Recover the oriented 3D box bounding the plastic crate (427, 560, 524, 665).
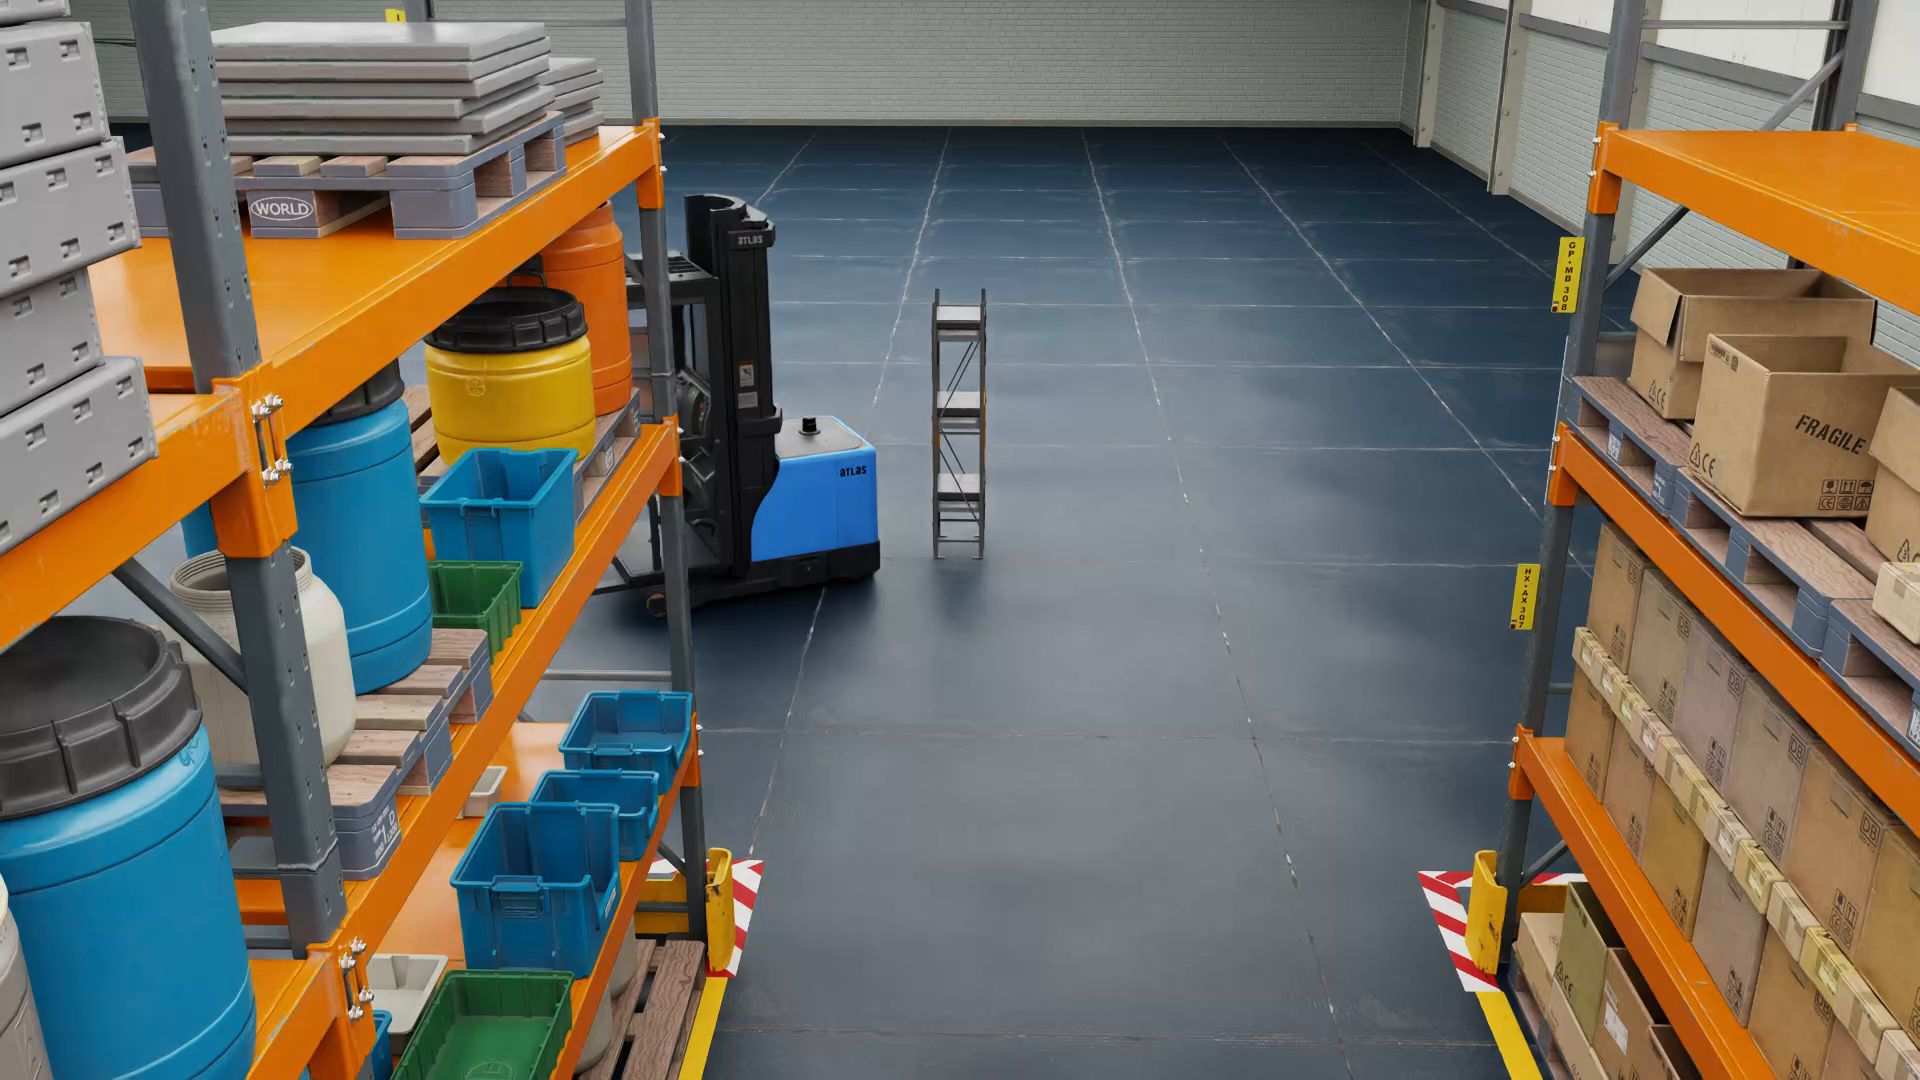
[{"bbox_3d":[-1.585,0.236,5.214,0.336,0.188,0.450,1,21,2],"label":"plastic crate"}]

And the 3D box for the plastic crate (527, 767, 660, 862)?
[{"bbox_3d":[-1.525,1.145,6.930,0.499,0.251,0.408,1,21,2],"label":"plastic crate"}]

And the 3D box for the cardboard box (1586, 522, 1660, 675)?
[{"bbox_3d":[3.139,0.249,7.103,0.700,0.500,0.500,1,21,2],"label":"cardboard box"}]

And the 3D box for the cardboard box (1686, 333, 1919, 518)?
[{"bbox_3d":[2.844,-0.396,5.638,0.500,0.500,0.500,1,21,2],"label":"cardboard box"}]

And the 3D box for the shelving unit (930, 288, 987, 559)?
[{"bbox_3d":[-0.005,-0.919,13.288,0.431,2.100,0.503,1,21,2],"label":"shelving unit"}]

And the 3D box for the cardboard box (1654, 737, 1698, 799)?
[{"bbox_3d":[2.911,0.876,6.382,0.380,0.149,0.250,0,21,0],"label":"cardboard box"}]

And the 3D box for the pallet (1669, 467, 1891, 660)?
[{"bbox_3d":[3.086,0.053,5.515,1.003,0.211,1.213,1,21,2],"label":"pallet"}]

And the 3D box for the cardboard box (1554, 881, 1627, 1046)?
[{"bbox_3d":[2.916,1.821,7.166,0.500,0.500,0.500,1,21,2],"label":"cardboard box"}]

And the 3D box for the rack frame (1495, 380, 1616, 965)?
[{"bbox_3d":[3.167,0.712,7.839,1.000,3.000,0.127,1,21,2],"label":"rack frame"}]

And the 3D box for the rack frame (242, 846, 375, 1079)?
[{"bbox_3d":[-1.905,2.103,4.256,1.000,3.000,0.127,1,21,2],"label":"rack frame"}]

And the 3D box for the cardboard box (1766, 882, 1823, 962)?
[{"bbox_3d":[2.880,1.250,5.419,0.380,0.149,0.250,1,21,3],"label":"cardboard box"}]

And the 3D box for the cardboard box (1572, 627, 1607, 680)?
[{"bbox_3d":[2.940,0.503,7.344,0.380,0.149,0.250,0,21,1],"label":"cardboard box"}]

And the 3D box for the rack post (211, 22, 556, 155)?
[{"bbox_3d":[-1.811,-1.404,5.105,0.937,0.300,0.954,0,21,1],"label":"rack post"}]

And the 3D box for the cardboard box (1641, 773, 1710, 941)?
[{"bbox_3d":[3.108,1.204,6.435,0.700,0.500,0.500,1,21,2],"label":"cardboard box"}]

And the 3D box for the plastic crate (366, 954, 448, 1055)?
[{"bbox_3d":[-2.109,1.636,5.824,0.530,0.136,0.437,1,21,2],"label":"plastic crate"}]

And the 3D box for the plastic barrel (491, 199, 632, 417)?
[{"bbox_3d":[-1.671,-0.961,6.831,0.600,0.830,0.708,1,21,2],"label":"plastic barrel"}]

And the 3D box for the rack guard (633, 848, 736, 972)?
[{"bbox_3d":[-1.739,1.850,8.363,1.175,0.500,0.348,1,21,2],"label":"rack guard"}]

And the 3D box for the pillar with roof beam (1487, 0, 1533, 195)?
[{"bbox_3d":[5.389,-10.494,28.427,9.100,9.000,0.400,1,21,2],"label":"pillar with roof beam"}]

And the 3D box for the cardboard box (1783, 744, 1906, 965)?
[{"bbox_3d":[3.083,0.983,5.210,0.700,0.500,0.500,1,21,2],"label":"cardboard box"}]

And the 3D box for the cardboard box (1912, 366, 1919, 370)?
[{"bbox_3d":[3.396,-0.458,6.142,0.500,0.250,0.500,1,21,2],"label":"cardboard box"}]

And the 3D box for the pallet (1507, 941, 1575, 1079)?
[{"bbox_3d":[3.186,2.289,7.630,1.003,0.211,1.213,1,21,2],"label":"pallet"}]

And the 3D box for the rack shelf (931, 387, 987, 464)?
[{"bbox_3d":[-0.005,-0.906,13.293,0.431,0.518,0.480,1,21,2],"label":"rack shelf"}]

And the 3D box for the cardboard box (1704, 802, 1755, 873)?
[{"bbox_3d":[2.893,1.059,5.912,0.380,0.149,0.250,1,21,2],"label":"cardboard box"}]

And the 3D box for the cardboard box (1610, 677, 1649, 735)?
[{"bbox_3d":[2.926,0.689,6.866,0.380,0.149,0.250,1,21,2],"label":"cardboard box"}]

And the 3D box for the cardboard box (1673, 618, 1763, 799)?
[{"bbox_3d":[3.114,0.621,6.143,0.700,0.500,0.500,1,21,2],"label":"cardboard box"}]

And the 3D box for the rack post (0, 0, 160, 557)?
[{"bbox_3d":[-1.879,-0.074,1.297,1.013,1.000,3.121,1,21,2],"label":"rack post"}]

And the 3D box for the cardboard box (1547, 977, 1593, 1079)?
[{"bbox_3d":[2.917,2.171,7.301,0.500,0.250,0.500,1,21,2],"label":"cardboard box"}]

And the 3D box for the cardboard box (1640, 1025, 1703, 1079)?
[{"bbox_3d":[2.881,2.183,6.234,0.500,0.500,0.500,1,21,2],"label":"cardboard box"}]

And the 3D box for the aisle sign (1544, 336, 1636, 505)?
[{"bbox_3d":[2.863,-0.527,7.439,0.394,0.787,0.004,1,21,2],"label":"aisle sign"}]

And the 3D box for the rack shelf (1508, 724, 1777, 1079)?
[{"bbox_3d":[3.107,1.771,6.106,1.077,0.370,4.000,1,21,2],"label":"rack shelf"}]

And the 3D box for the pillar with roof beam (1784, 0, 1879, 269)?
[{"bbox_3d":[5.024,-6.155,17.245,9.100,9.000,0.400,1,21,2],"label":"pillar with roof beam"}]

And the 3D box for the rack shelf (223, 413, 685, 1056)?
[{"bbox_3d":[-1.844,0.317,5.707,1.077,0.370,4.000,1,21,2],"label":"rack shelf"}]

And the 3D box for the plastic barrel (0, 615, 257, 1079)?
[{"bbox_3d":[-1.704,0.657,3.143,0.600,0.901,0.708,1,21,2],"label":"plastic barrel"}]

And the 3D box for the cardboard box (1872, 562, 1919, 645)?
[{"bbox_3d":[2.809,0.177,4.645,0.380,0.149,0.250,1,21,2],"label":"cardboard box"}]

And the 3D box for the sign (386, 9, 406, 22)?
[{"bbox_3d":[-2.333,-2.050,6.956,0.100,0.325,0.005,1,21,2],"label":"sign"}]

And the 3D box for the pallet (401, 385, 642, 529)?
[{"bbox_3d":[-1.906,-0.356,6.707,1.003,0.211,1.213,1,21,2],"label":"pallet"}]

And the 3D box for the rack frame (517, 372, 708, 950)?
[{"bbox_3d":[-1.783,0.657,7.983,1.000,3.000,0.127,1,21,2],"label":"rack frame"}]

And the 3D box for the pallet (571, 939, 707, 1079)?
[{"bbox_3d":[-1.769,2.278,7.659,1.003,0.211,1.213,1,21,2],"label":"pallet"}]

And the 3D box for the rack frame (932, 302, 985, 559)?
[{"bbox_3d":[-0.012,-0.831,13.061,0.400,2.100,0.015,1,21,2],"label":"rack frame"}]

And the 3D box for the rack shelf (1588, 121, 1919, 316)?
[{"bbox_3d":[3.107,-0.839,5.093,1.077,0.370,4.000,1,21,2],"label":"rack shelf"}]

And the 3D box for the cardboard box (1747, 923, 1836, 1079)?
[{"bbox_3d":[3.082,1.579,5.467,0.700,0.500,0.500,1,21,2],"label":"cardboard box"}]

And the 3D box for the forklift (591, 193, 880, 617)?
[{"bbox_3d":[-2.189,-1.013,12.382,3.031,2.935,1.130,-9,23,-22],"label":"forklift"}]

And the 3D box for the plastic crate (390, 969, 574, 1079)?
[{"bbox_3d":[-1.582,1.714,5.551,0.450,0.188,0.662,1,21,2],"label":"plastic crate"}]

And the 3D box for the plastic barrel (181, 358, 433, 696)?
[{"bbox_3d":[-1.768,-0.084,4.471,0.600,0.901,0.708,1,21,2],"label":"plastic barrel"}]

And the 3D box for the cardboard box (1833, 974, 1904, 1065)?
[{"bbox_3d":[2.862,1.430,4.955,0.380,0.149,0.250,1,21,2],"label":"cardboard box"}]

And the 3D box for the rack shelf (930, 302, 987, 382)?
[{"bbox_3d":[-0.005,-1.559,13.040,0.431,0.518,0.480,1,21,2],"label":"rack shelf"}]

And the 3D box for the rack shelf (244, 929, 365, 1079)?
[{"bbox_3d":[-1.966,1.763,1.980,1.077,0.370,4.000,1,21,2],"label":"rack shelf"}]

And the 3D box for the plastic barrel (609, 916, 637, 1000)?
[{"bbox_3d":[-1.727,1.859,7.742,0.421,0.512,0.421,0,21,0],"label":"plastic barrel"}]

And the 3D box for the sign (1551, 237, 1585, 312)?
[{"bbox_3d":[2.613,-1.139,7.146,0.100,0.325,0.005,1,21,2],"label":"sign"}]

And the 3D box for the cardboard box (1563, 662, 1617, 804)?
[{"bbox_3d":[3.141,0.835,7.387,0.700,0.500,0.500,1,21,2],"label":"cardboard box"}]
